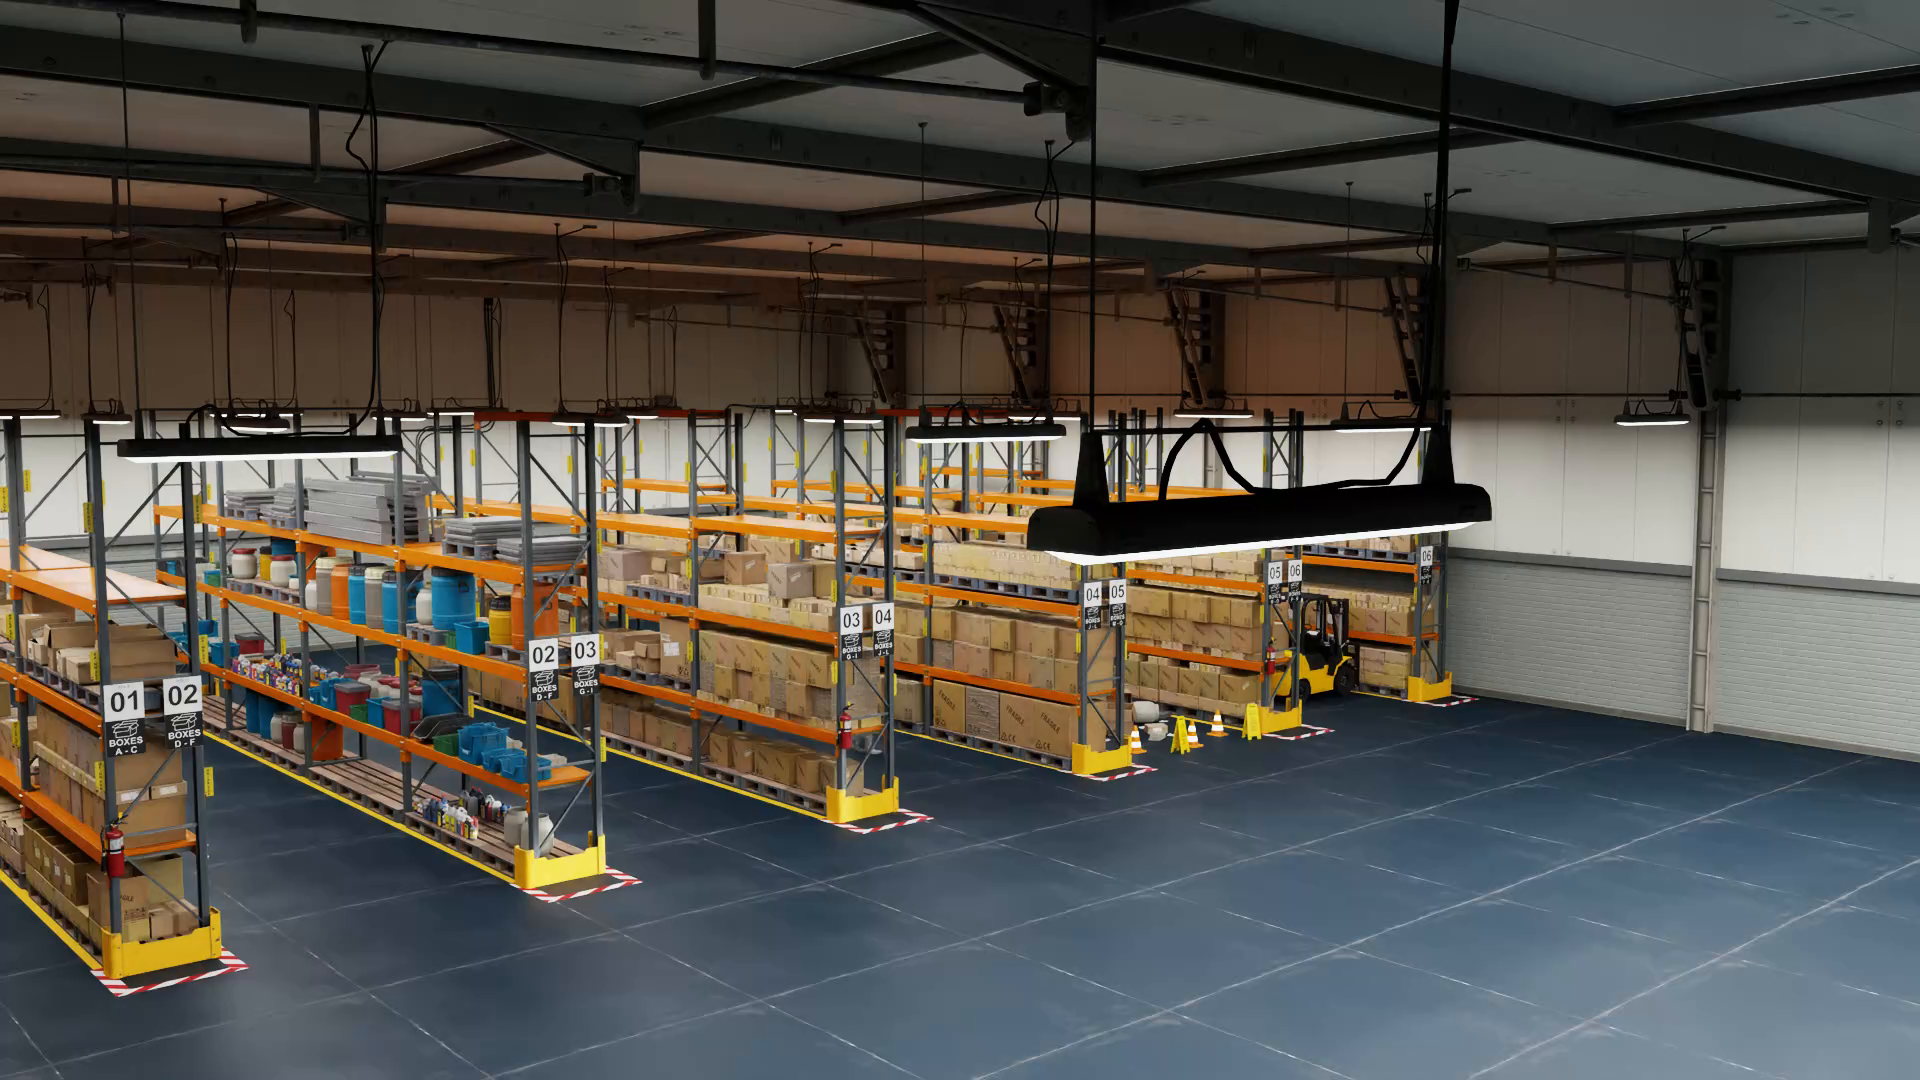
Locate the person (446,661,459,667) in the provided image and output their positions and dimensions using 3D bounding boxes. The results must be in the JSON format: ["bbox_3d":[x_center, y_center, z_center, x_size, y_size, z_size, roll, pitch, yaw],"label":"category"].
[{"bbox_3d":[-9.515,2.779,31.305,0.479,1.593,0.459,5,7,44],"label":"person"}]

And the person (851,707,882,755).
[{"bbox_3d":[-1.651,2.890,29.283,0.485,1.790,0.601,-3,6,-27],"label":"person"}]
